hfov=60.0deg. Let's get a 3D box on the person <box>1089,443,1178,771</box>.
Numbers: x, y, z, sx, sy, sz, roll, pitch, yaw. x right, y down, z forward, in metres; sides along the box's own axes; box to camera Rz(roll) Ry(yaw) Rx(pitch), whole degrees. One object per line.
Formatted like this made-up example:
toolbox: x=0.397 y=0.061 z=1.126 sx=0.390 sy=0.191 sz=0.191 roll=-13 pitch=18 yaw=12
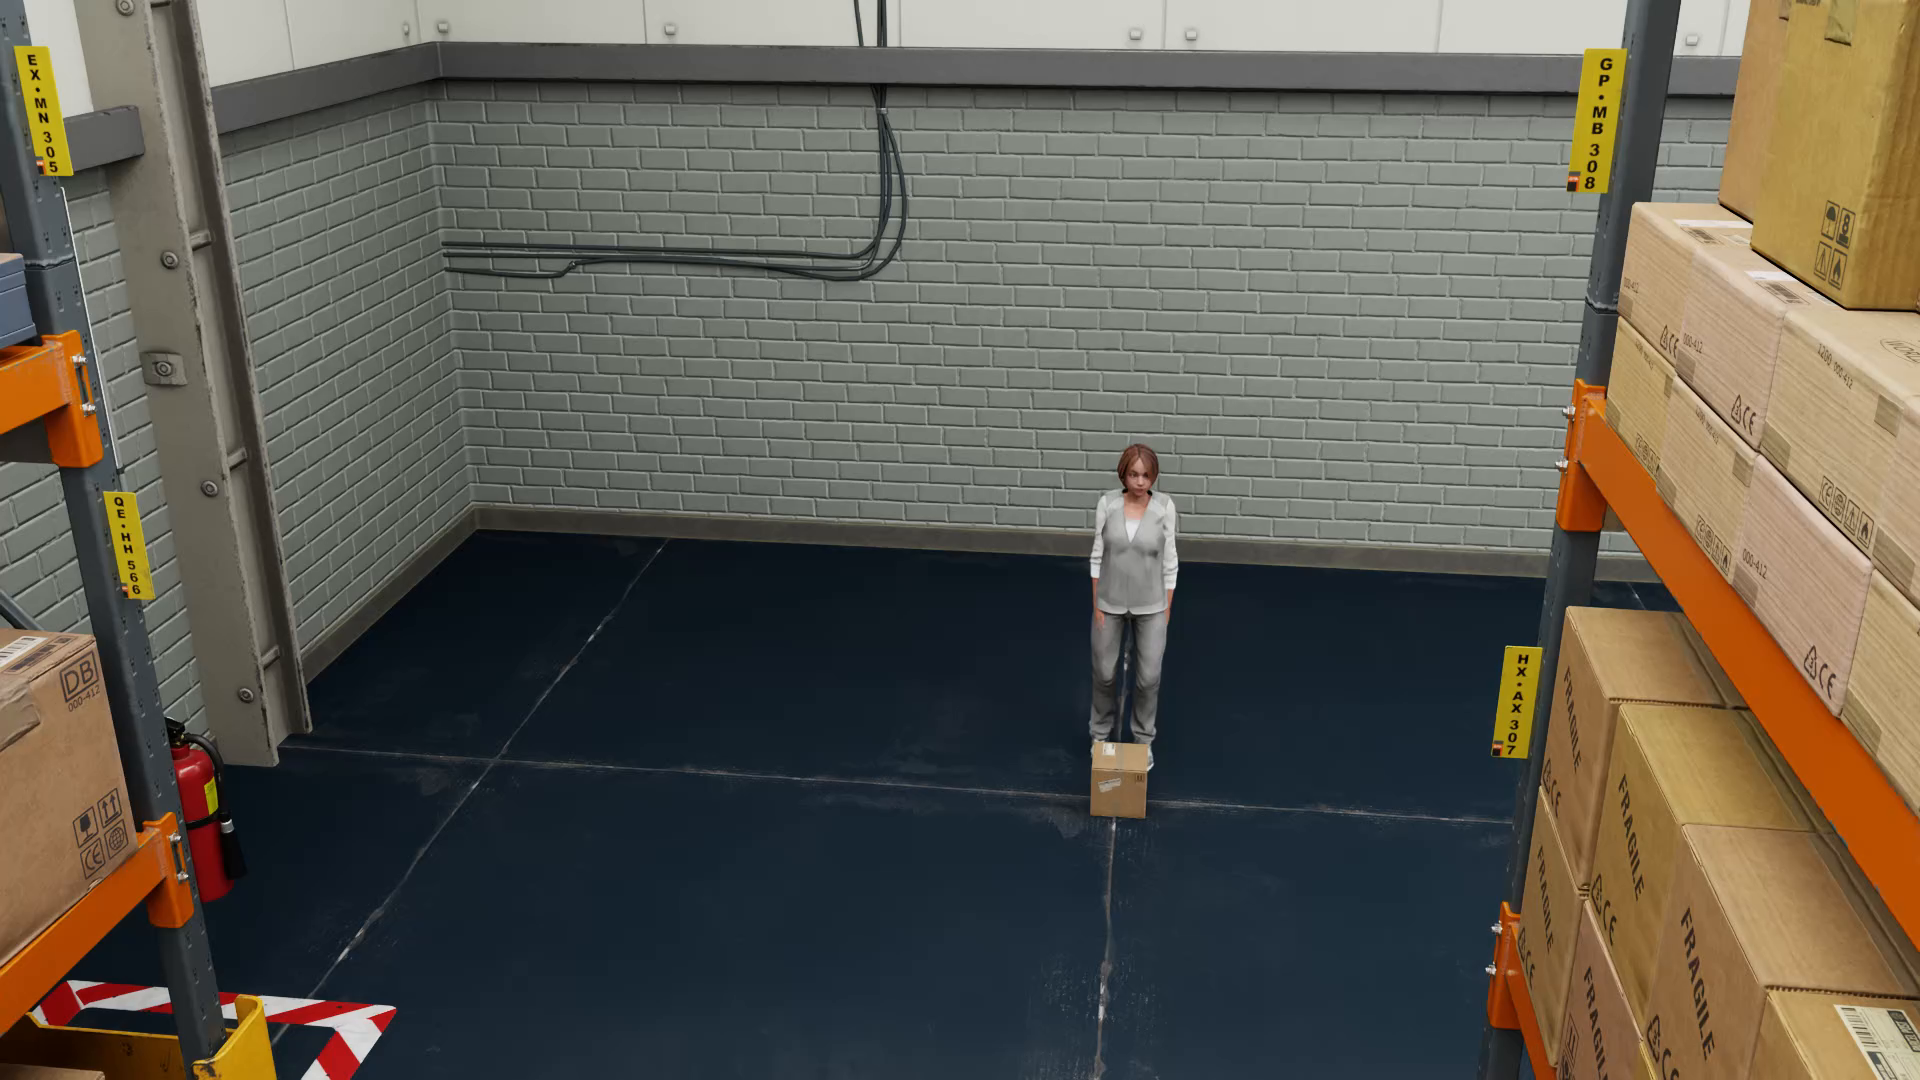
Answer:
person: x=0.809 y=0.340 z=7.815 sx=0.409 sy=1.611 sz=0.331 roll=3 pitch=22 yaw=8
